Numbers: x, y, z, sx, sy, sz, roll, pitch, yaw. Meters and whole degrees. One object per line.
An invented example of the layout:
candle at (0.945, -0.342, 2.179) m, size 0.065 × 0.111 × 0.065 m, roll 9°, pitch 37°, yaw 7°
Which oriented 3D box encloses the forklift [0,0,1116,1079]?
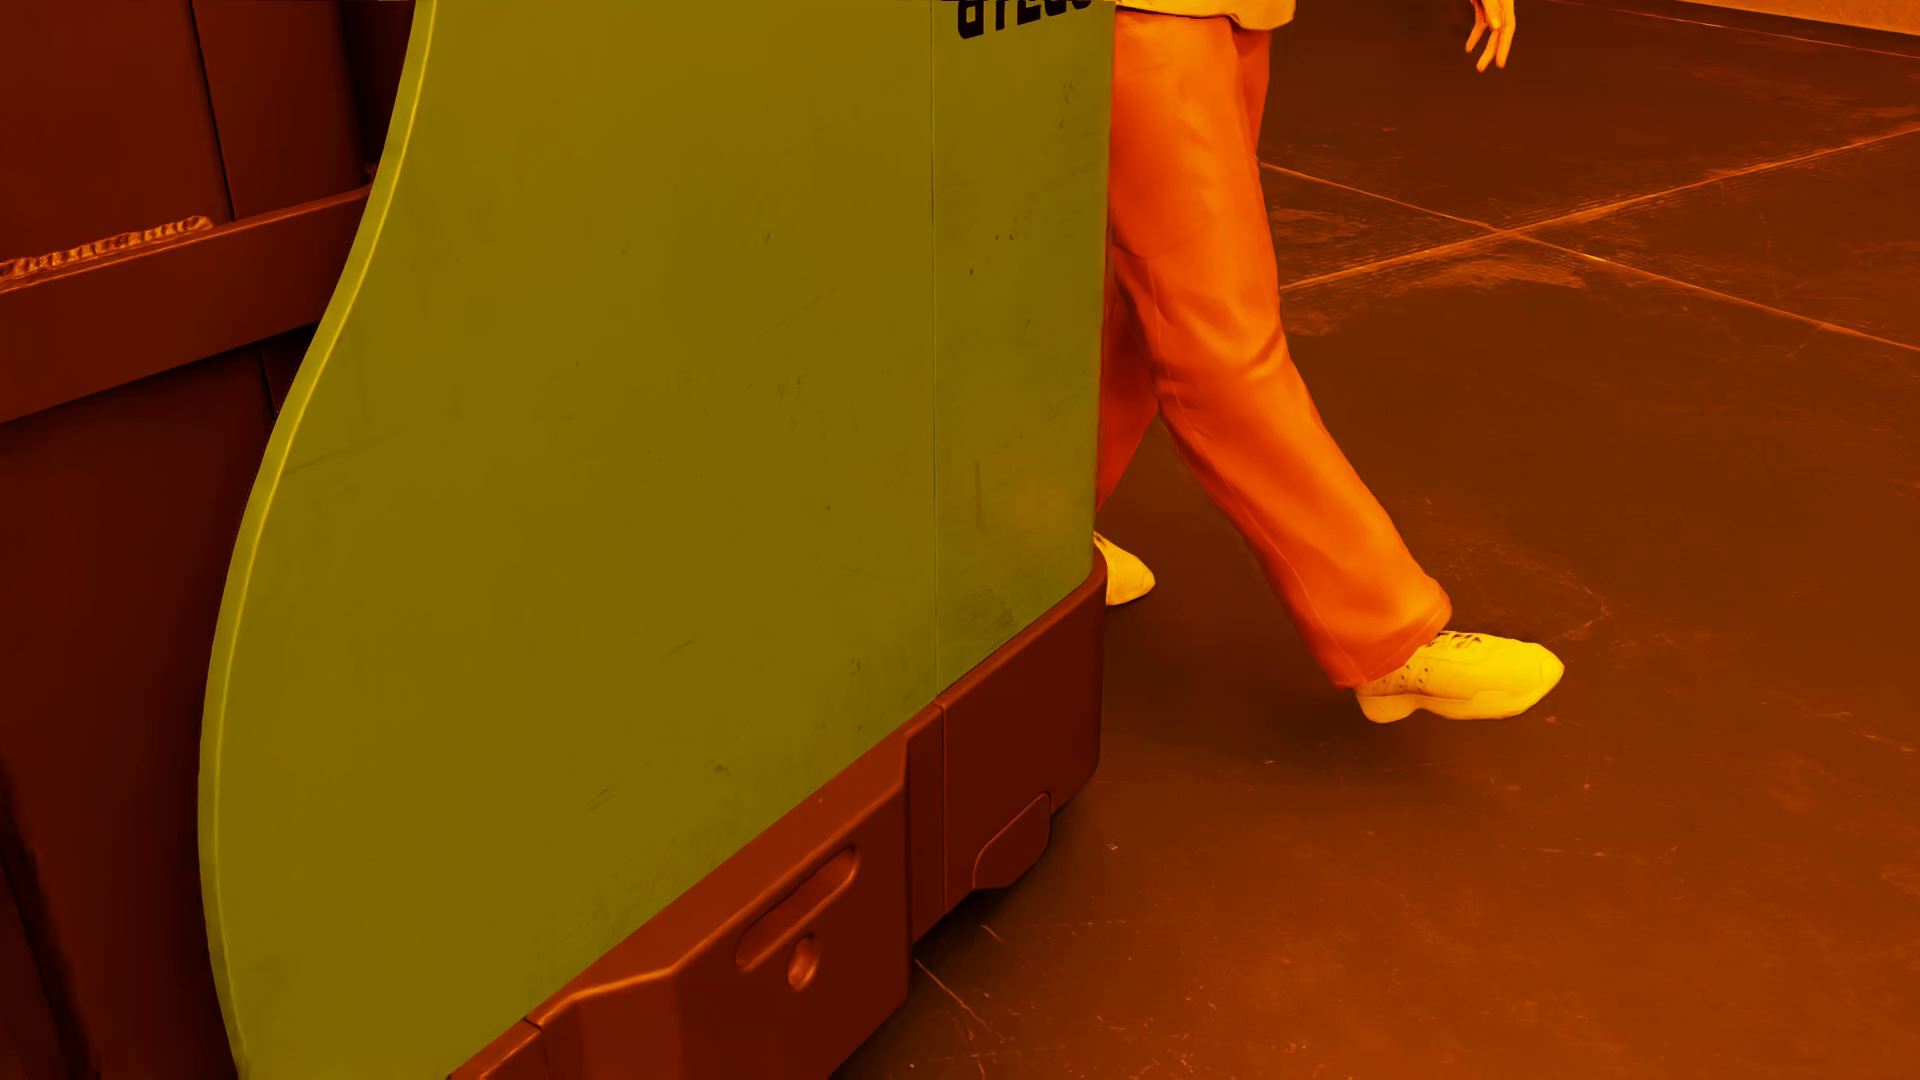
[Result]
forklift at (-1.086, -0.590, 0.408) m, size 1.130 × 2.935 × 3.031 m, roll 17°, pitch 31°, yaw 30°

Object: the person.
person at (0.321, -0.555, 1.796) m, size 0.926 × 1.627 × 0.641 m, roll 20°, pitch 33°, yaw 34°
